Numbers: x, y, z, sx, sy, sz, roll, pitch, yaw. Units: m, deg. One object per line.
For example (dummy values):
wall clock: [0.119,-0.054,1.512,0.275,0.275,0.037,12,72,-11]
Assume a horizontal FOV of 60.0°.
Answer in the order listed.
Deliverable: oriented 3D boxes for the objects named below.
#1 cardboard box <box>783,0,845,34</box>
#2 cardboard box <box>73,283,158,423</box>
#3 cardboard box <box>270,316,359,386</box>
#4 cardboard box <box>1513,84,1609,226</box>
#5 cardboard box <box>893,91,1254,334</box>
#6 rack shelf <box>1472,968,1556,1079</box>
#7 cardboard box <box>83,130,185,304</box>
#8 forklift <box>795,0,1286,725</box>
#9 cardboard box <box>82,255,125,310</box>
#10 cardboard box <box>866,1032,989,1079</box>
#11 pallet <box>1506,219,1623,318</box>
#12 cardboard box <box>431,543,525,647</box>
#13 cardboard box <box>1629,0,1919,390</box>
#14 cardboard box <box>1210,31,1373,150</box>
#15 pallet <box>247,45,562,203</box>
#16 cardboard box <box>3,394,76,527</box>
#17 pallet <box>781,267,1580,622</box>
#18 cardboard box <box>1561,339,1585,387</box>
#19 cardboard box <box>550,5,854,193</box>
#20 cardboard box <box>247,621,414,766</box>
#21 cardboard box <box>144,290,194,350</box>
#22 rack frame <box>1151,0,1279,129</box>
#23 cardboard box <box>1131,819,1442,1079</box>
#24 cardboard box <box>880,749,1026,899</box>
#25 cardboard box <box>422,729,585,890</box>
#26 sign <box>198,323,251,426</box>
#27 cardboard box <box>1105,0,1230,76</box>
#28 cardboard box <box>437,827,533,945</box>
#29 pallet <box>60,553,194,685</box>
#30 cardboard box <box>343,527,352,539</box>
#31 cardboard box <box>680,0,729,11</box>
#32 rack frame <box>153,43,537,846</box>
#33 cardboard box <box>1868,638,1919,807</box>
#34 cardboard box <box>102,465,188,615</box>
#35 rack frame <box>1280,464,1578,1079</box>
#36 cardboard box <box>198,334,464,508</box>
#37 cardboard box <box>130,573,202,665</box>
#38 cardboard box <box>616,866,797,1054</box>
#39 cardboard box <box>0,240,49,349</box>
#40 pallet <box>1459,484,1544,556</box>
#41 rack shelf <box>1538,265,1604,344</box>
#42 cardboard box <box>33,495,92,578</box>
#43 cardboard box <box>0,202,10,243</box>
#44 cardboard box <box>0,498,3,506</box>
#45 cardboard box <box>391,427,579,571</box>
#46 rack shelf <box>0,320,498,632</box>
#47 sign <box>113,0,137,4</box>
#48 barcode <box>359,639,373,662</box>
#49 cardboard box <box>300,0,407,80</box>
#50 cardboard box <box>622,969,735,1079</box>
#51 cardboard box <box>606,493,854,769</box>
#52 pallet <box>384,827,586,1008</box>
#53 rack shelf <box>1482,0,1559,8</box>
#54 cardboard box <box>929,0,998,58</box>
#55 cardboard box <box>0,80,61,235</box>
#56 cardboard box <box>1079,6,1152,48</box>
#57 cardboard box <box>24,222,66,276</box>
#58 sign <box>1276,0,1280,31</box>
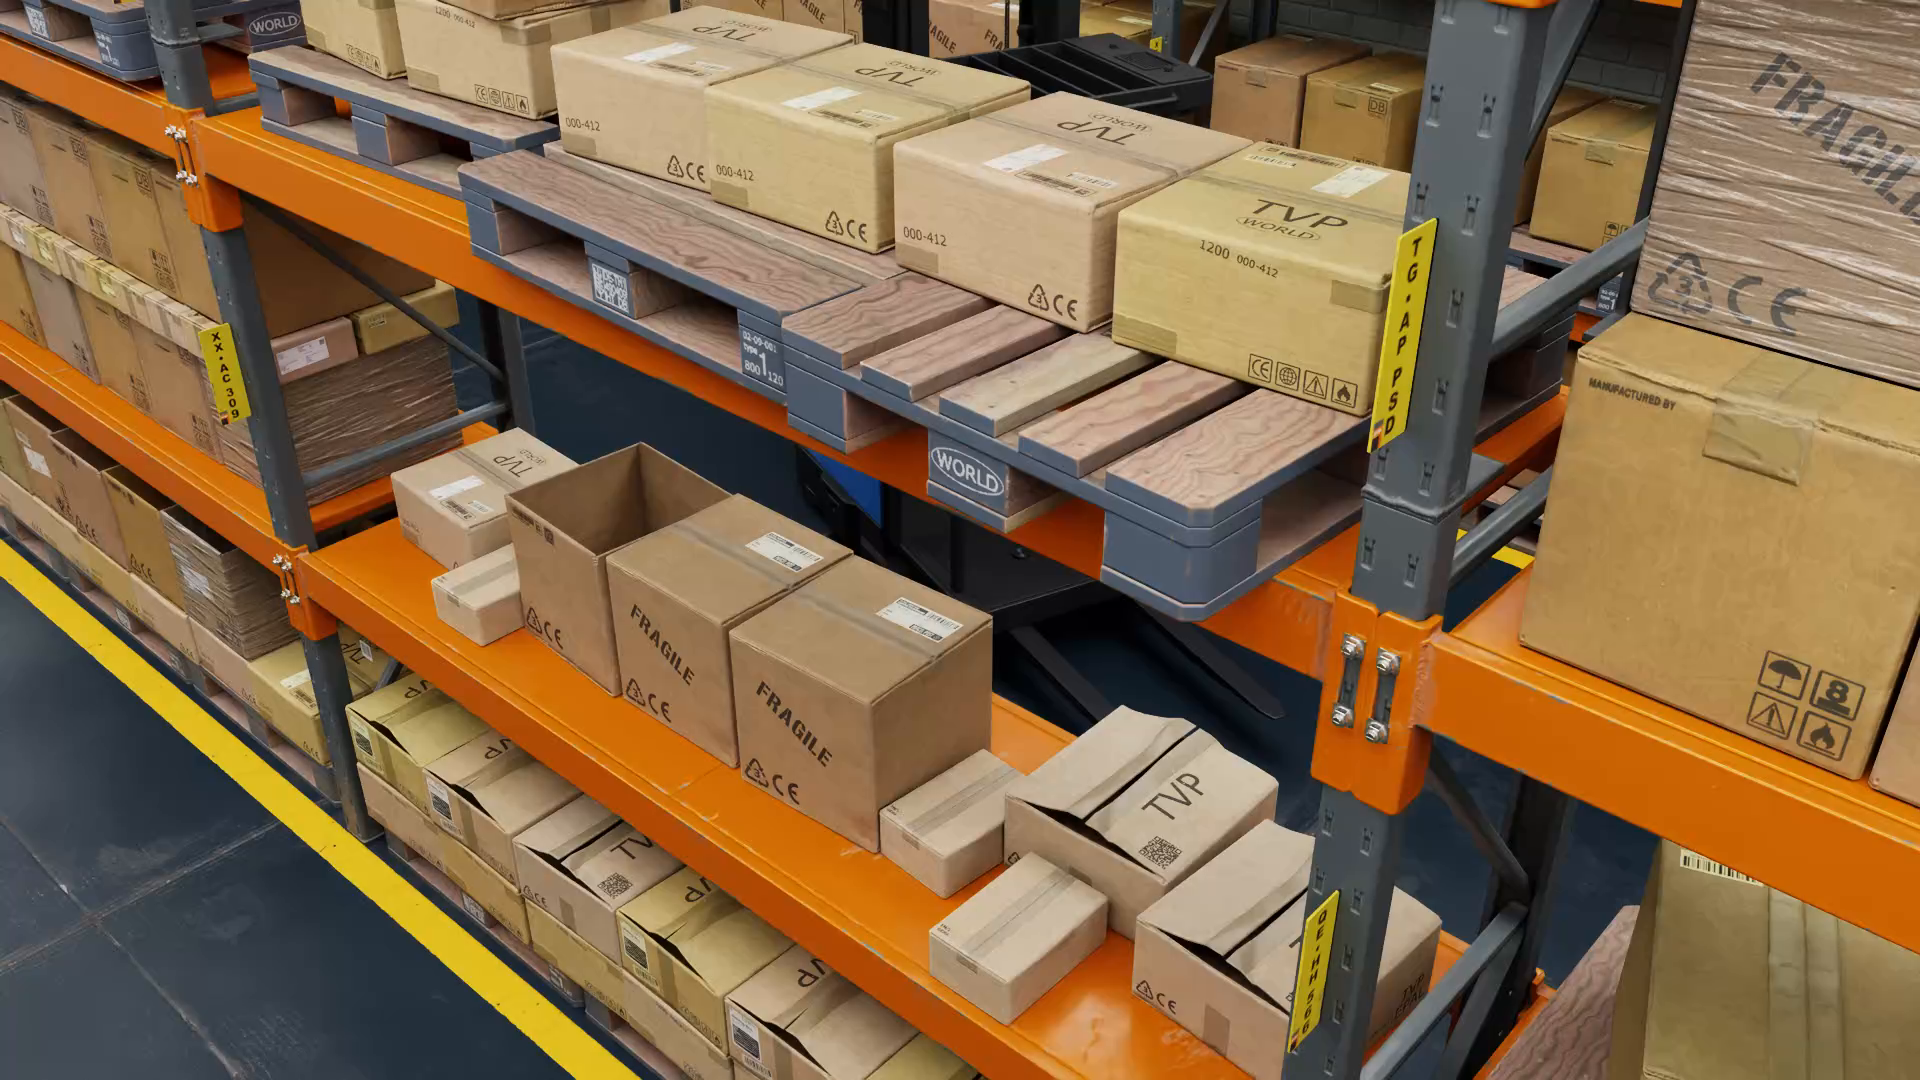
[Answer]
cardboard box: [-0.724,-3.244,10.129,0.500,0.500,0.500,24,38,34]
cardboard box: [-3.069,-0.884,6.712,0.500,0.500,0.700,26,39,36]
cardboard box: [-2.316,-0.667,5.724,0.250,0.149,0.380,25,39,35]
cardboard box: [2.624,-1.860,7.908,0.700,0.500,0.500,-23,38,-33]
cardboard box: [0.220,-0.661,3.269,0.500,0.250,0.500,26,40,36]
rack shelf: [2.478,2.050,2.633,4.000,0.370,1.077,25,39,35]
cardboard box: [-2.679,-1.259,6.078,0.500,0.500,0.700,25,39,35]
forklift: [0.297,-0.971,7.021,1.130,2.935,3.031,-15,34,-24]
cardboard box: [-3.069,-1.020,6.310,0.250,0.149,0.380,25,39,35]
cardboard box: [0.052,1.543,4.493,0.500,0.311,0.500,24,39,34]
pallet: [2.821,-1.433,7.908,1.213,0.211,1.003,25,39,35]
cardboard box: [-1.451,0.158,5.323,0.250,0.149,0.380,25,39,35]
cardboard box: [1.314,-0.553,2.285,0.500,0.500,0.500,25,39,35]
cardboard box: [1.705,-2.272,8.592,0.500,0.500,0.700,25,39,35]
pallet: [-1.308,-1.237,4.674,1.217,0.209,0.805,23,38,33]
cardboard box: [-3.937,-0.431,7.589,0.500,0.500,0.500,25,39,35]
pallet: [0.432,-0.355,3.206,1.003,0.211,1.213,27,40,37]
cardboard box: [2.982,-0.911,8.125,0.500,0.250,0.500,25,39,35]
cardboard box: [-0.594,-1.050,3.916,0.500,0.250,0.500,21,37,31]
cardboard box: [-2.461,0.587,6.626,0.500,0.250,0.500,25,39,35]
cardboard box: [-2.694,-0.843,6.017,0.250,0.149,0.380,24,38,34]
rack frame: [1.351,-2.230,9.046,0.127,3.000,1.000,25,39,35]
cardboard box: [0.755,0.946,3.857,0.500,0.311,0.500,-27,40,-37]
cardboard box: [0.012,0.738,4.360,0.380,0.149,0.250,-26,40,-36]
cardboard box: [-1.464,0.837,5.666,0.500,0.311,0.500,25,39,35]
sign: [-2.342,-0.526,5.300,0.005,0.325,0.100,25,39,35]
cardboard box: [1.142,-2.738,9.289,0.500,0.500,0.500,24,38,34]
cardboard box: [-1.460,1.075,5.814,0.500,0.250,0.500,26,40,36]
pallet: [-3.441,0.147,7.801,1.213,0.211,1.003,25,39,35]
cardboard box: [-2.480,-0.108,7.053,0.500,0.500,0.500,25,39,35]
cardboard box: [-1.463,-3.600,10.720,0.500,0.500,0.500,25,39,35]
rack frame: [-1.971,-0.334,5.897,0.127,3.000,1.000,25,39,35]
cardboard box: [1.719,0.037,2.276,0.500,0.500,0.910,25,39,35]
cardboard box: [-3.197,-0.084,7.012,0.500,0.500,0.500,25,39,35]
rack frame: [0.995,1.050,3.598,0.127,3.000,1.000,25,39,35]
cardboard box: [-2.304,-0.528,6.122,0.500,0.500,0.700,24,38,34]
cardboard box: [-3.206,0.243,7.198,0.500,0.250,0.500,25,39,35]
cardboard box: [-0.691,1.193,5.075,0.500,0.311,0.500,26,40,36]
cardboard box: [-3.842,-1.241,7.306,0.500,0.500,0.700,25,39,35]
pallet: [2.838,-0.344,8.617,1.213,0.211,1.003,25,39,35]
rack shelf: [2.834,-1.230,8.082,4.000,0.370,1.077,25,39,35]
cardboard box: [-3.944,-0.105,7.775,0.500,0.250,0.500,25,39,35]
cardboard box: [-3.834,-1.376,6.902,0.250,0.149,0.380,24,39,35]
cardboard box: [-4.688,-0.450,8.348,0.500,0.250,0.500,25,39,35]
cardboard box: [-1.576,-0.116,5.681,0.500,0.250,0.500,-27,40,-37]
rack shelf: [-3.454,-0.718,7.233,4.000,0.370,1.077,25,39,35]
sign: [-2.342,-1.662,4.616,0.005,0.325,0.100,25,39,35]
barcode: [-2.061,0.384,5.770,0.075,0.075,0.001,25,39,35]
cardboard box: [-1.520,-1.518,4.694,0.500,0.250,0.500,-25,39,-35]
cardboard box: [-0.697,1.430,5.225,0.500,0.250,0.500,26,40,36]
cardboard box: [-0.650,0.250,4.829,0.500,0.500,0.500,25,39,35]
pallet: [-1.398,1.100,6.218,1.213,0.211,1.003,25,39,35]
rack shelf: [2.478,-0.349,1.189,4.000,0.370,1.077,25,39,35]
cardboard box: [0.053,-2.890,9.541,0.500,0.500,0.500,24,38,34]
cardboard box: [-3.420,-1.605,6.653,0.500,0.500,0.700,25,39,35]
cardboard box: [0.793,-2.541,8.961,0.500,0.500,0.500,25,39,35]
cardboard box: [-3.455,-1.198,6.606,0.250,0.149,0.380,27,40,37]
sign: [1.720,-2.940,9.102,0.005,0.325,0.100,25,39,35]
